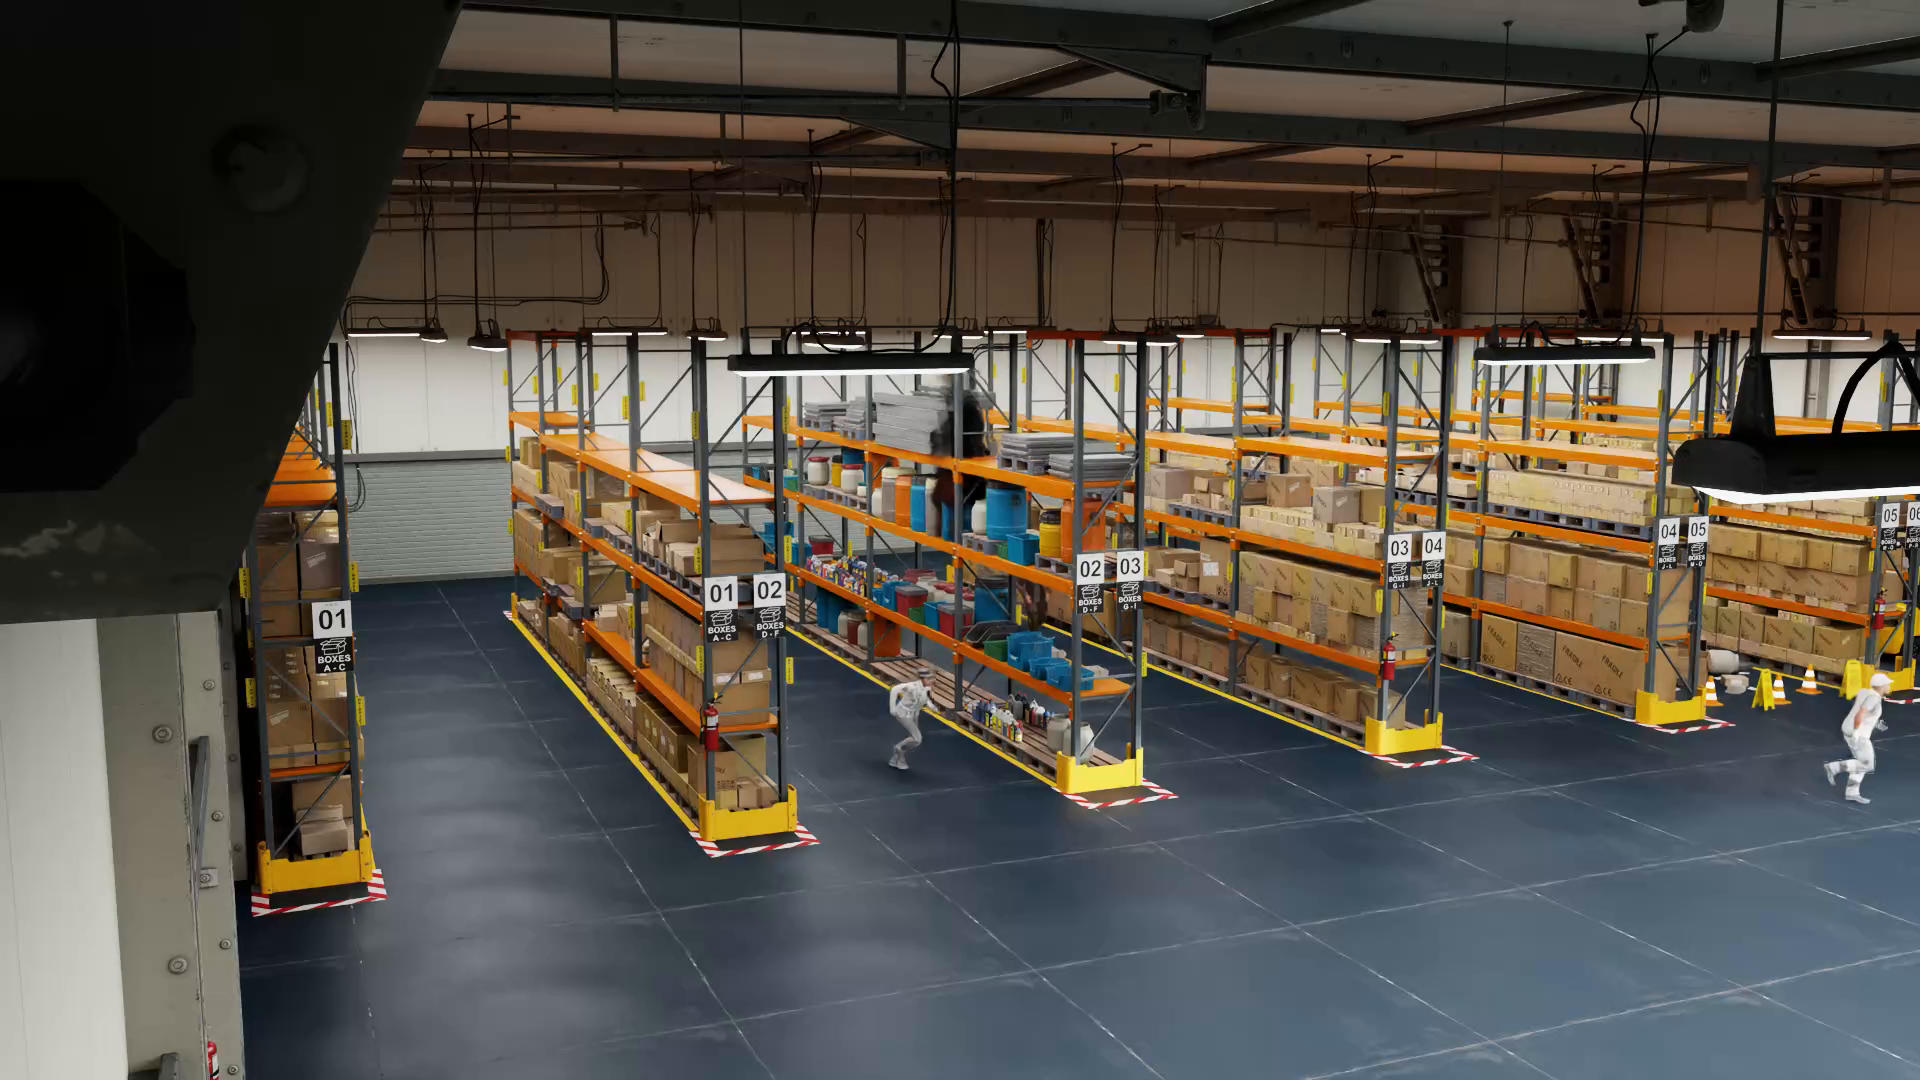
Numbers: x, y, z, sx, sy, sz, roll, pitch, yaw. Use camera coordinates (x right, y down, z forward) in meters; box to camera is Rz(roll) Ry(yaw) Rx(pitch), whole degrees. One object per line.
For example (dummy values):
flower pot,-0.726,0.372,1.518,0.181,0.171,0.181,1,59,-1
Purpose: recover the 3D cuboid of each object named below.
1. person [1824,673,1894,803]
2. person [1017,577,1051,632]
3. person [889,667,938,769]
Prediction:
person,11.687,2.567,21.659,0.775,1.711,0.654,1,8,10
person,1.405,1.152,31.860,0.711,1.763,0.717,-2,8,-16
person,-0.678,2.478,22.984,0.816,1.497,0.645,6,10,36
